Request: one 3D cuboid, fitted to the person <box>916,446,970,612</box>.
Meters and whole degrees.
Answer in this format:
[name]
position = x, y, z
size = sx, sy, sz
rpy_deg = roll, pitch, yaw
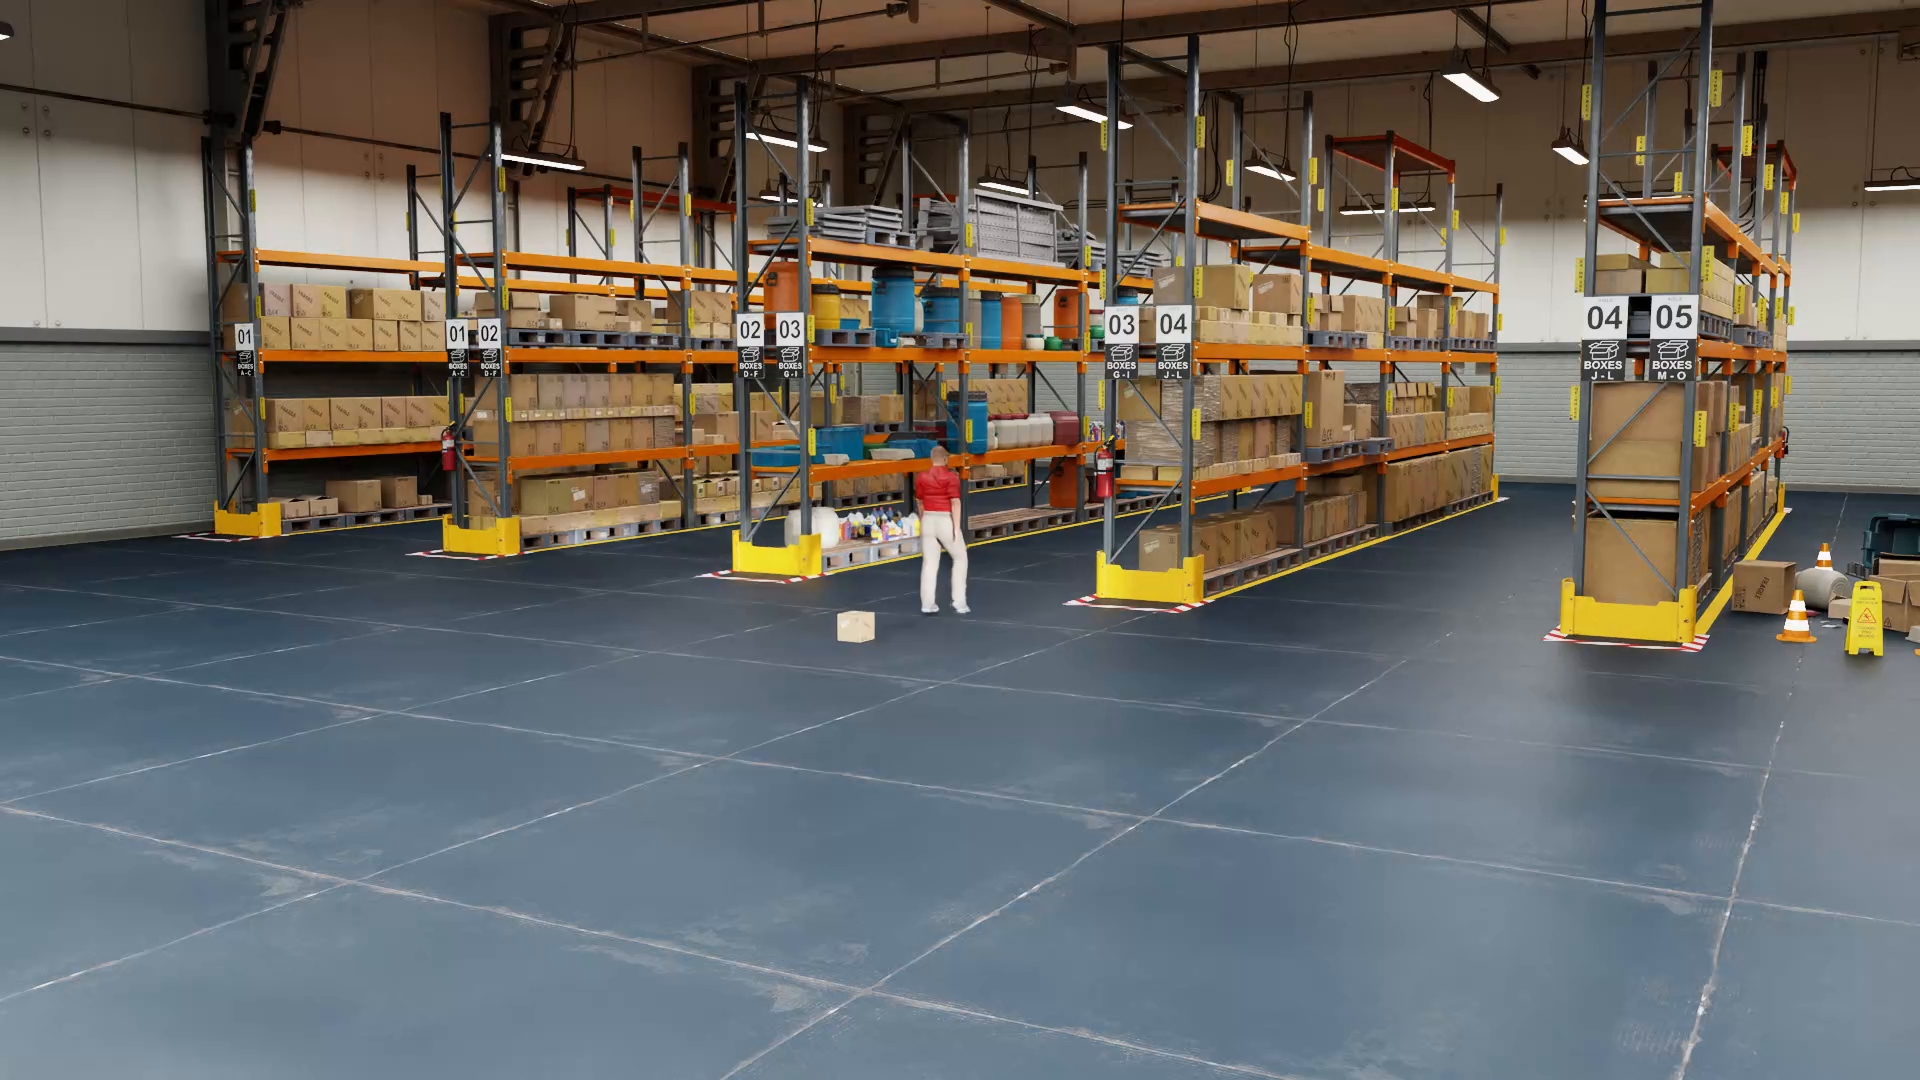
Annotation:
[person]
position = -0.188, -0.077, 17.170
size = 0.547, 1.793, 0.670
rpy_deg = 3, 6, 24
